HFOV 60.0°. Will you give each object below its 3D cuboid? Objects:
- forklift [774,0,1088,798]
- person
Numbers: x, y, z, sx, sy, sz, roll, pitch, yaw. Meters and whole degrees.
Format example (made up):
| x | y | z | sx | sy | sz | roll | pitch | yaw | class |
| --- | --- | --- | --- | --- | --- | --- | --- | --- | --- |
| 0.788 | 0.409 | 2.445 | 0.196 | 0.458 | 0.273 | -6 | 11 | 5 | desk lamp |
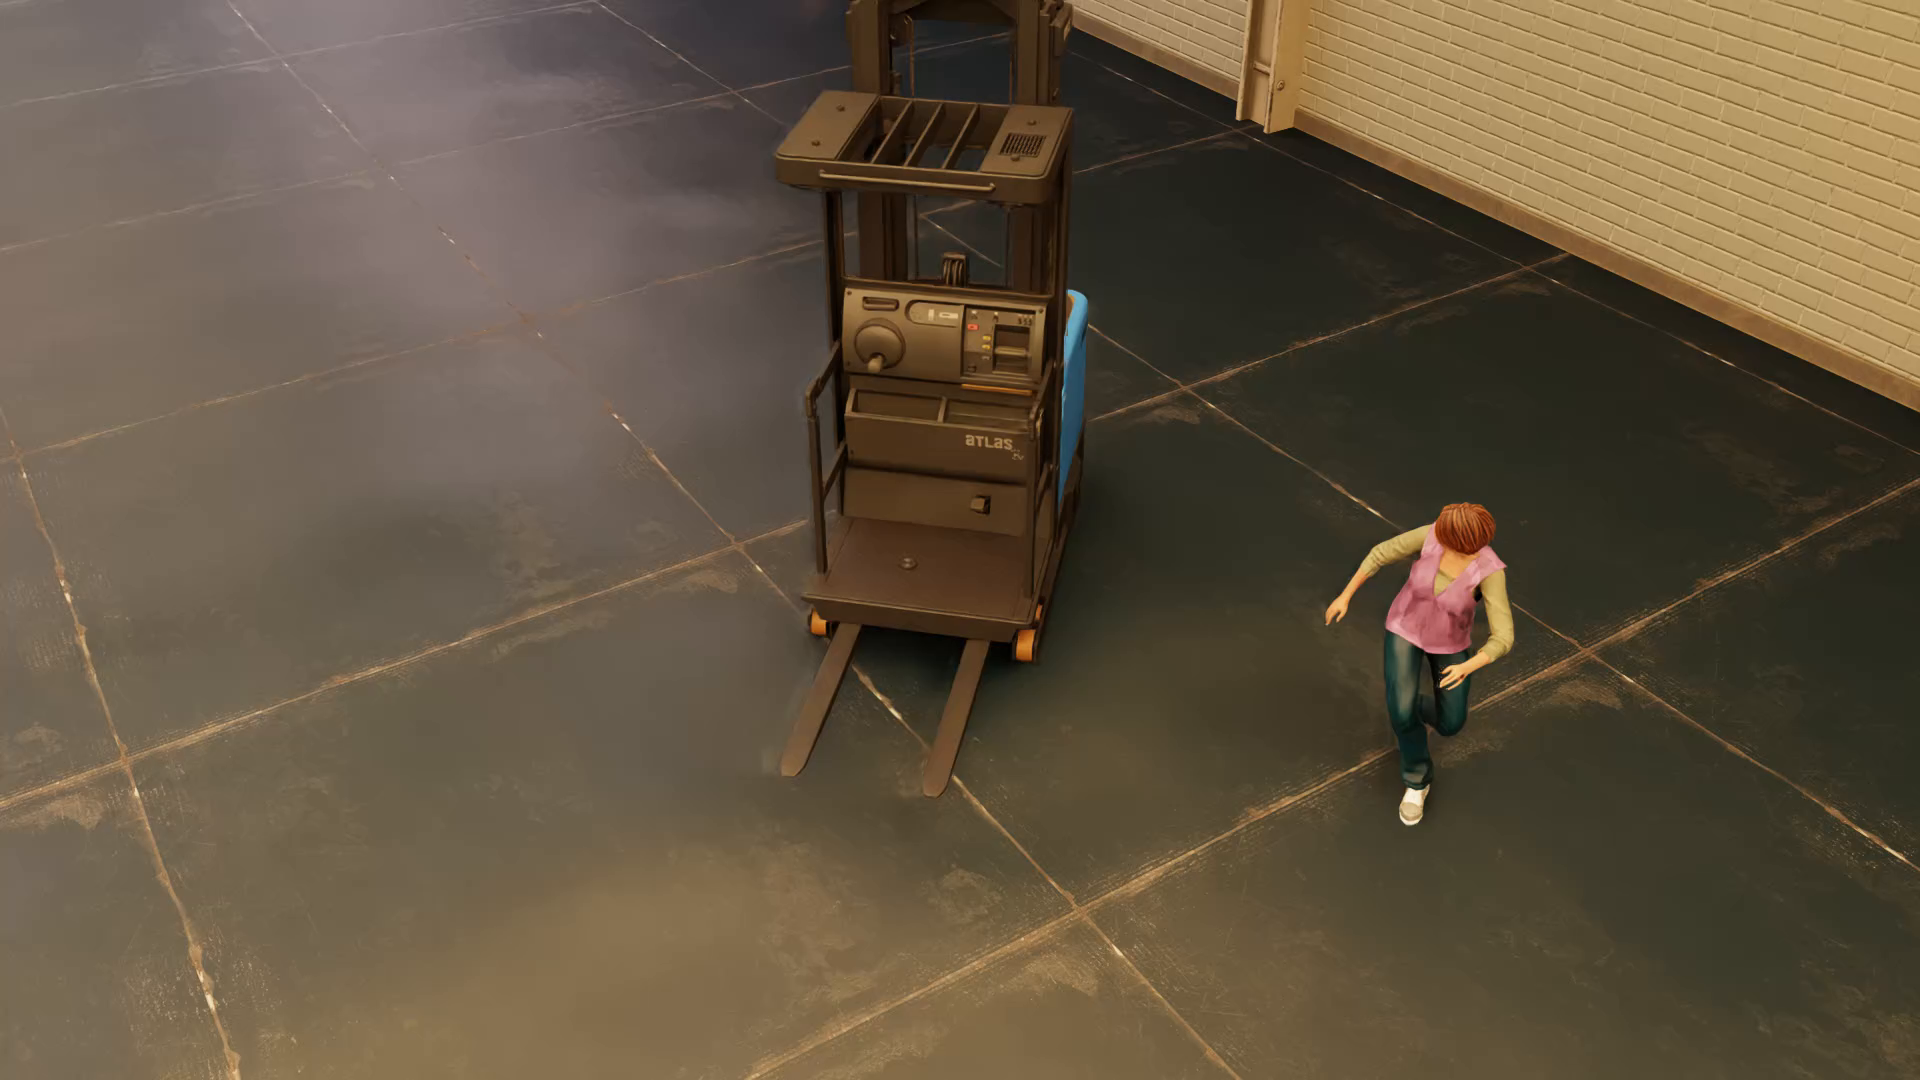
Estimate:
| x | y | z | sx | sy | sz | roll | pitch | yaw | class |
| --- | --- | --- | --- | --- | --- | --- | --- | --- | --- |
| -0.116 | -0.854 | 7.363 | 1.130 | 2.935 | 3.031 | 7 | 36 | 9 | forklift |
| 1.845 | 0.452 | 6.791 | 0.744 | 1.474 | 0.774 | 12 | 37 | 16 | person |
